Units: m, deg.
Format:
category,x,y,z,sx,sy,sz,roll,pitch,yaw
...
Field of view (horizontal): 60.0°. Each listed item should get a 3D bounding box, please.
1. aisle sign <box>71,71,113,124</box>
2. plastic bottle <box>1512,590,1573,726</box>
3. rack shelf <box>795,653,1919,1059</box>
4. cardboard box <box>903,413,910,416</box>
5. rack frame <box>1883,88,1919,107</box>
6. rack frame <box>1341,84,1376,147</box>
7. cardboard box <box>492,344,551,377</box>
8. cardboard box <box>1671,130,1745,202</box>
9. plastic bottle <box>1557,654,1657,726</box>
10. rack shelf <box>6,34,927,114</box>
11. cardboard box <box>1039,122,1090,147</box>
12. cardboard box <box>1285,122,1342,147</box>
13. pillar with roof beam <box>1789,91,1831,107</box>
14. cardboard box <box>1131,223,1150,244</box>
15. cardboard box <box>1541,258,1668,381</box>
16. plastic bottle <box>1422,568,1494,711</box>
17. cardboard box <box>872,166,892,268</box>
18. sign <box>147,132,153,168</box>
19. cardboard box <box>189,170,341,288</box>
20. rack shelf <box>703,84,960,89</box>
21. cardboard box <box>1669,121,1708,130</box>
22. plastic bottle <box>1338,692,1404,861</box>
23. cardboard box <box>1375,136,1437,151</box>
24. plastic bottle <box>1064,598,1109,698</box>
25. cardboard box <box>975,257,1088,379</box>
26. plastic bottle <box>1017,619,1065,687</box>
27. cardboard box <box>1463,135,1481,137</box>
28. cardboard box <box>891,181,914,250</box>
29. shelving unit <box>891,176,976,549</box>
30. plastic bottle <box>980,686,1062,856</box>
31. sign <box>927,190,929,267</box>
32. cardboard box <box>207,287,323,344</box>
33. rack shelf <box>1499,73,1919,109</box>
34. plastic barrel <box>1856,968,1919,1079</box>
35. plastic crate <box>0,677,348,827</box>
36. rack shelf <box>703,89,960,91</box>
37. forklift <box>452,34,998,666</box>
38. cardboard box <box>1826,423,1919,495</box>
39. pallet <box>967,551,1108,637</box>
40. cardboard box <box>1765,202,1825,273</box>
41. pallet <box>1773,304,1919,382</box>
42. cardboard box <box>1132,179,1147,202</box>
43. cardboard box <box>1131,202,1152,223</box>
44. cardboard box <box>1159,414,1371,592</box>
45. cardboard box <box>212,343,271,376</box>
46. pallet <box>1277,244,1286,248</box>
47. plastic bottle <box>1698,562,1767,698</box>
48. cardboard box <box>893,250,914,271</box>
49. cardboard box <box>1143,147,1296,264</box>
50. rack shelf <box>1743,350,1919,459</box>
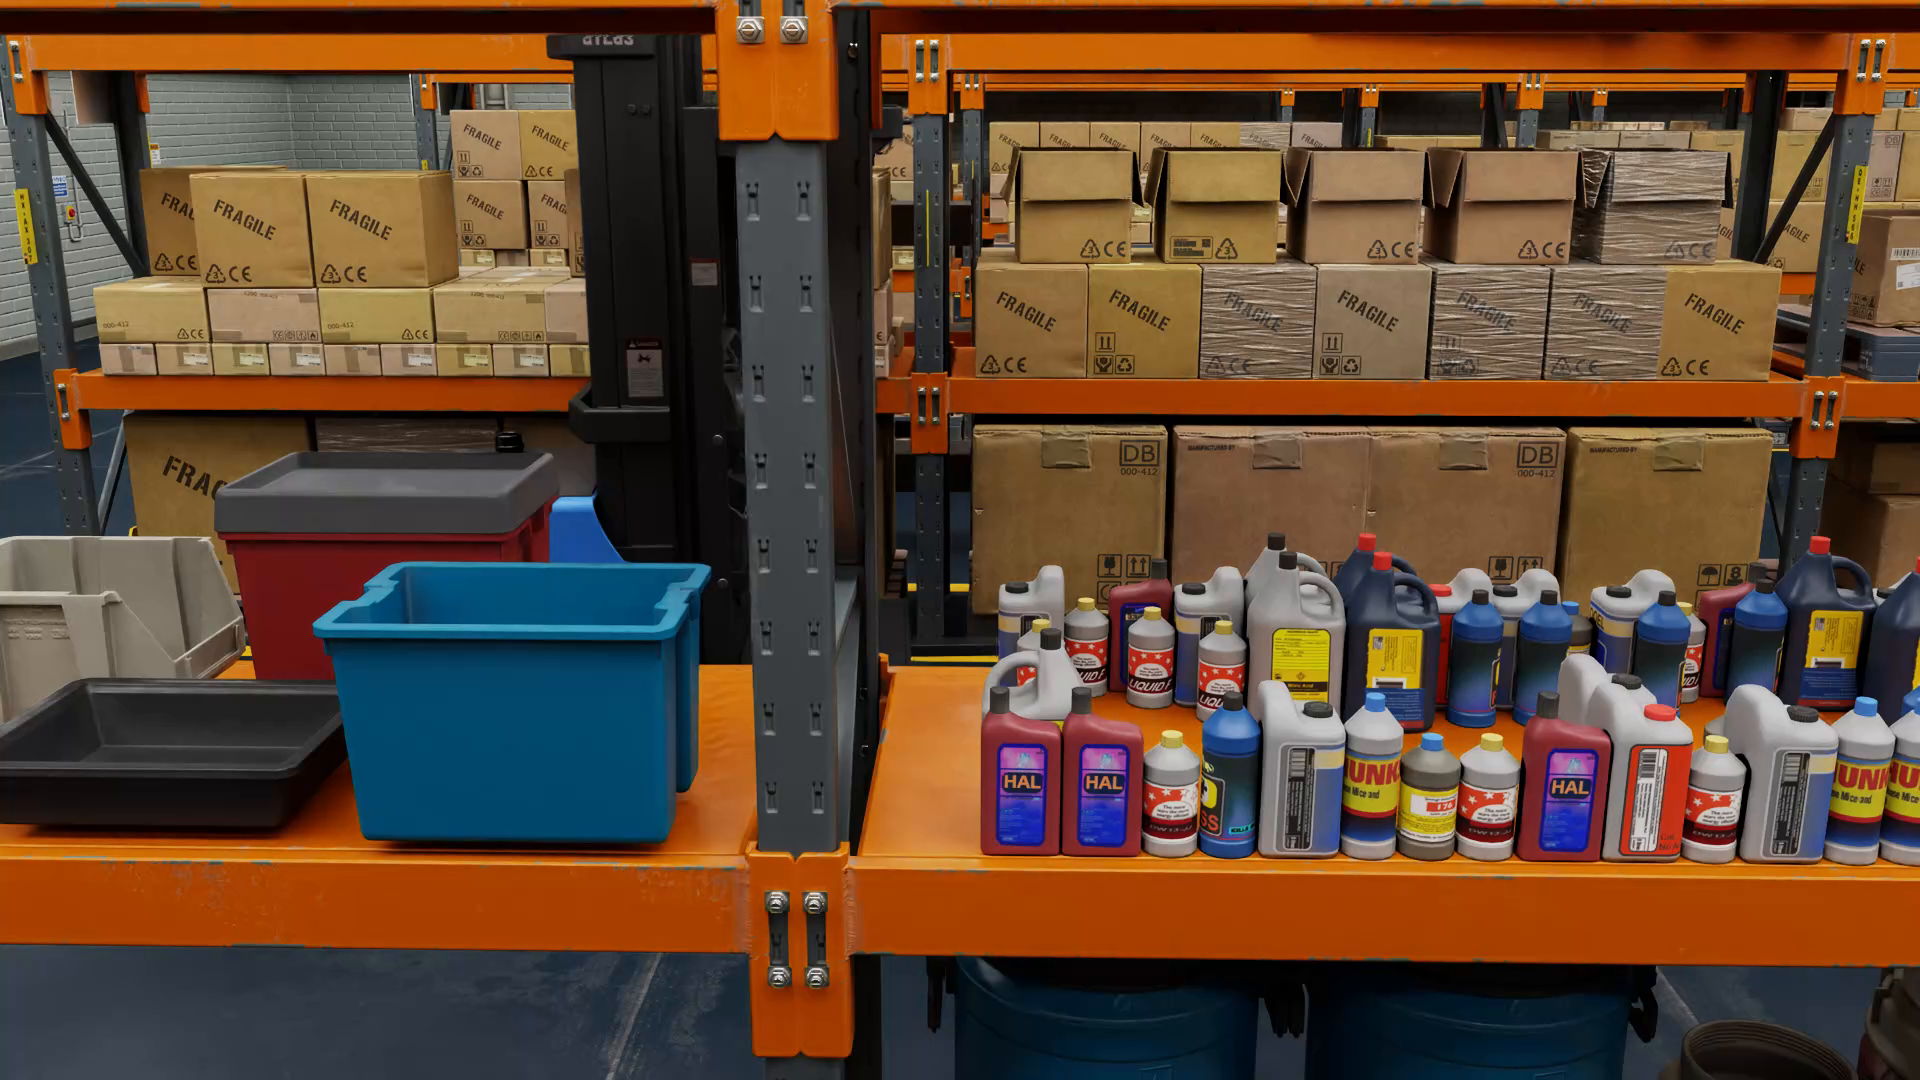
category,x,y,z,sx,sy,sz,roll,pitch,yaw
aisle sign,-4.191,-2.410,7.999,0.004,0.787,0.394,0,15,1
plastic bottle,1.167,0.234,3.326,0.097,0.271,0.097,0,15,0
rack shelf,1.745,0.574,3.195,4.000,0.370,1.077,0,15,1
cardboard box,-0.301,-1.055,12.722,0.250,0.149,0.380,1,15,2
rack frame,12.244,-4.765,22.021,0.127,3.000,1.000,0,15,1
rack frame,4.123,-3.551,17.420,0.127,3.000,1.000,0,15,1
cardboard box,-1.981,-0.857,7.702,0.250,0.149,0.380,1,15,2
cardboard box,5.565,-2.809,12.450,0.500,0.500,0.700,0,15,1
plastic bottle,1.128,0.340,2.913,0.135,0.276,0.152,0,15,1
rack shelf,-2.128,-2.166,7.699,4.000,0.370,1.077,0,15,1
cardboard box,1.067,-4.037,17.104,0.500,0.500,0.500,0,15,1
cardboard box,3.600,-4.020,17.040,0.500,0.500,0.500,0,15,0
pillar with roof beam,11.461,-6.802,17.983,0.400,9.000,9.100,0,15,1
cardboard box,1.259,-2.271,12.238,0.250,0.149,0.380,1,15,2
cardboard box,2.872,-1.017,7.619,0.500,0.500,0.500,0,15,1
plastic bottle,1.017,0.199,3.450,0.135,0.276,0.152,0,15,1
cardboard box,-0.601,-1.552,8.085,0.500,0.500,0.500,0,15,1
sign,-4.099,-1.889,8.385,0.005,0.325,0.100,0,15,1
cardboard box,-3.154,-1.435,7.639,0.500,0.500,0.500,0,15,0
rack shelf,-1.875,-4.693,17.278,4.000,0.370,1.077,0,15,1
cardboard box,7.661,-4.327,17.488,0.250,0.149,0.380,0,15,1
plastic bottle,0.679,0.386,2.751,0.097,0.271,0.097,0,15,0
cardboard box,4.567,-3.885,17.081,0.500,0.500,0.500,0,15,0
plastic bottle,0.264,0.223,3.504,0.097,0.201,0.097,0,15,0
cardboard box,0.325,-1.032,7.674,0.500,0.500,0.500,0,15,2
plastic bottle,0.163,0.261,3.360,0.097,0.201,0.097,0,15,0
cardboard box,5.607,-4.011,17.560,0.500,0.500,0.500,-1,15,-2
cardboard box,-0.391,-2.438,12.420,0.500,0.500,0.500,0,15,2
shelving unit,-0.165,-1.016,9.576,0.503,2.100,0.431,0,15,1
plastic bottle,0.101,0.381,2.746,0.133,0.283,0.061,0,15,1
sign,-0.141,-1.365,7.283,0.005,0.325,0.100,0,15,1
cardboard box,-3.134,-1.074,7.741,0.500,0.250,0.500,0,15,1
rack shelf,6.097,-3.378,12.293,4.000,0.370,1.077,0,15,1
plastic barrel,2.125,1.196,3.331,0.708,0.588,0.600,0,15,1
plastic crate,-1.381,0.378,2.948,0.590,0.125,0.437,0,15,1
rack shelf,-1.752,-5.959,22.076,4.000,0.370,1.077,0,15,1
forklift,-0.686,-0.666,6.620,3.031,2.935,1.130,-1,15,-2
cardboard box,4.541,-0.394,8.021,0.500,0.250,0.500,1,15,4
pallet,0.645,0.284,8.350,1.213,0.211,1.003,0,15,1
cardboard box,6.050,-2.255,12.311,0.500,0.500,0.500,0,15,1
pallet,4.586,-0.954,7.951,1.003,0.211,1.213,0,15,1
cardboard box,1.266,-2.559,12.162,0.250,0.149,0.380,0,15,1
cardboard box,1.259,-2.416,12.202,0.250,0.149,0.380,0,15,-1
cardboard box,1.405,-0.221,8.140,0.875,0.875,1.225,0,15,-1
cardboard box,-3.268,-0.865,7.732,0.250,0.149,0.380,0,15,0
pallet,2.118,-2.198,12.667,1.213,0.211,1.003,0,15,1
plastic bottle,1.616,0.187,3.478,0.133,0.283,0.061,0,15,1
cardboard box,-0.452,-2.109,12.446,0.250,0.149,0.380,0,15,0
cardboard box,1.196,-1.574,7.764,0.637,0.503,0.797,1,15,2
rack shelf,5.870,-0.663,7.884,4.000,0.370,1.077,0,15,1
